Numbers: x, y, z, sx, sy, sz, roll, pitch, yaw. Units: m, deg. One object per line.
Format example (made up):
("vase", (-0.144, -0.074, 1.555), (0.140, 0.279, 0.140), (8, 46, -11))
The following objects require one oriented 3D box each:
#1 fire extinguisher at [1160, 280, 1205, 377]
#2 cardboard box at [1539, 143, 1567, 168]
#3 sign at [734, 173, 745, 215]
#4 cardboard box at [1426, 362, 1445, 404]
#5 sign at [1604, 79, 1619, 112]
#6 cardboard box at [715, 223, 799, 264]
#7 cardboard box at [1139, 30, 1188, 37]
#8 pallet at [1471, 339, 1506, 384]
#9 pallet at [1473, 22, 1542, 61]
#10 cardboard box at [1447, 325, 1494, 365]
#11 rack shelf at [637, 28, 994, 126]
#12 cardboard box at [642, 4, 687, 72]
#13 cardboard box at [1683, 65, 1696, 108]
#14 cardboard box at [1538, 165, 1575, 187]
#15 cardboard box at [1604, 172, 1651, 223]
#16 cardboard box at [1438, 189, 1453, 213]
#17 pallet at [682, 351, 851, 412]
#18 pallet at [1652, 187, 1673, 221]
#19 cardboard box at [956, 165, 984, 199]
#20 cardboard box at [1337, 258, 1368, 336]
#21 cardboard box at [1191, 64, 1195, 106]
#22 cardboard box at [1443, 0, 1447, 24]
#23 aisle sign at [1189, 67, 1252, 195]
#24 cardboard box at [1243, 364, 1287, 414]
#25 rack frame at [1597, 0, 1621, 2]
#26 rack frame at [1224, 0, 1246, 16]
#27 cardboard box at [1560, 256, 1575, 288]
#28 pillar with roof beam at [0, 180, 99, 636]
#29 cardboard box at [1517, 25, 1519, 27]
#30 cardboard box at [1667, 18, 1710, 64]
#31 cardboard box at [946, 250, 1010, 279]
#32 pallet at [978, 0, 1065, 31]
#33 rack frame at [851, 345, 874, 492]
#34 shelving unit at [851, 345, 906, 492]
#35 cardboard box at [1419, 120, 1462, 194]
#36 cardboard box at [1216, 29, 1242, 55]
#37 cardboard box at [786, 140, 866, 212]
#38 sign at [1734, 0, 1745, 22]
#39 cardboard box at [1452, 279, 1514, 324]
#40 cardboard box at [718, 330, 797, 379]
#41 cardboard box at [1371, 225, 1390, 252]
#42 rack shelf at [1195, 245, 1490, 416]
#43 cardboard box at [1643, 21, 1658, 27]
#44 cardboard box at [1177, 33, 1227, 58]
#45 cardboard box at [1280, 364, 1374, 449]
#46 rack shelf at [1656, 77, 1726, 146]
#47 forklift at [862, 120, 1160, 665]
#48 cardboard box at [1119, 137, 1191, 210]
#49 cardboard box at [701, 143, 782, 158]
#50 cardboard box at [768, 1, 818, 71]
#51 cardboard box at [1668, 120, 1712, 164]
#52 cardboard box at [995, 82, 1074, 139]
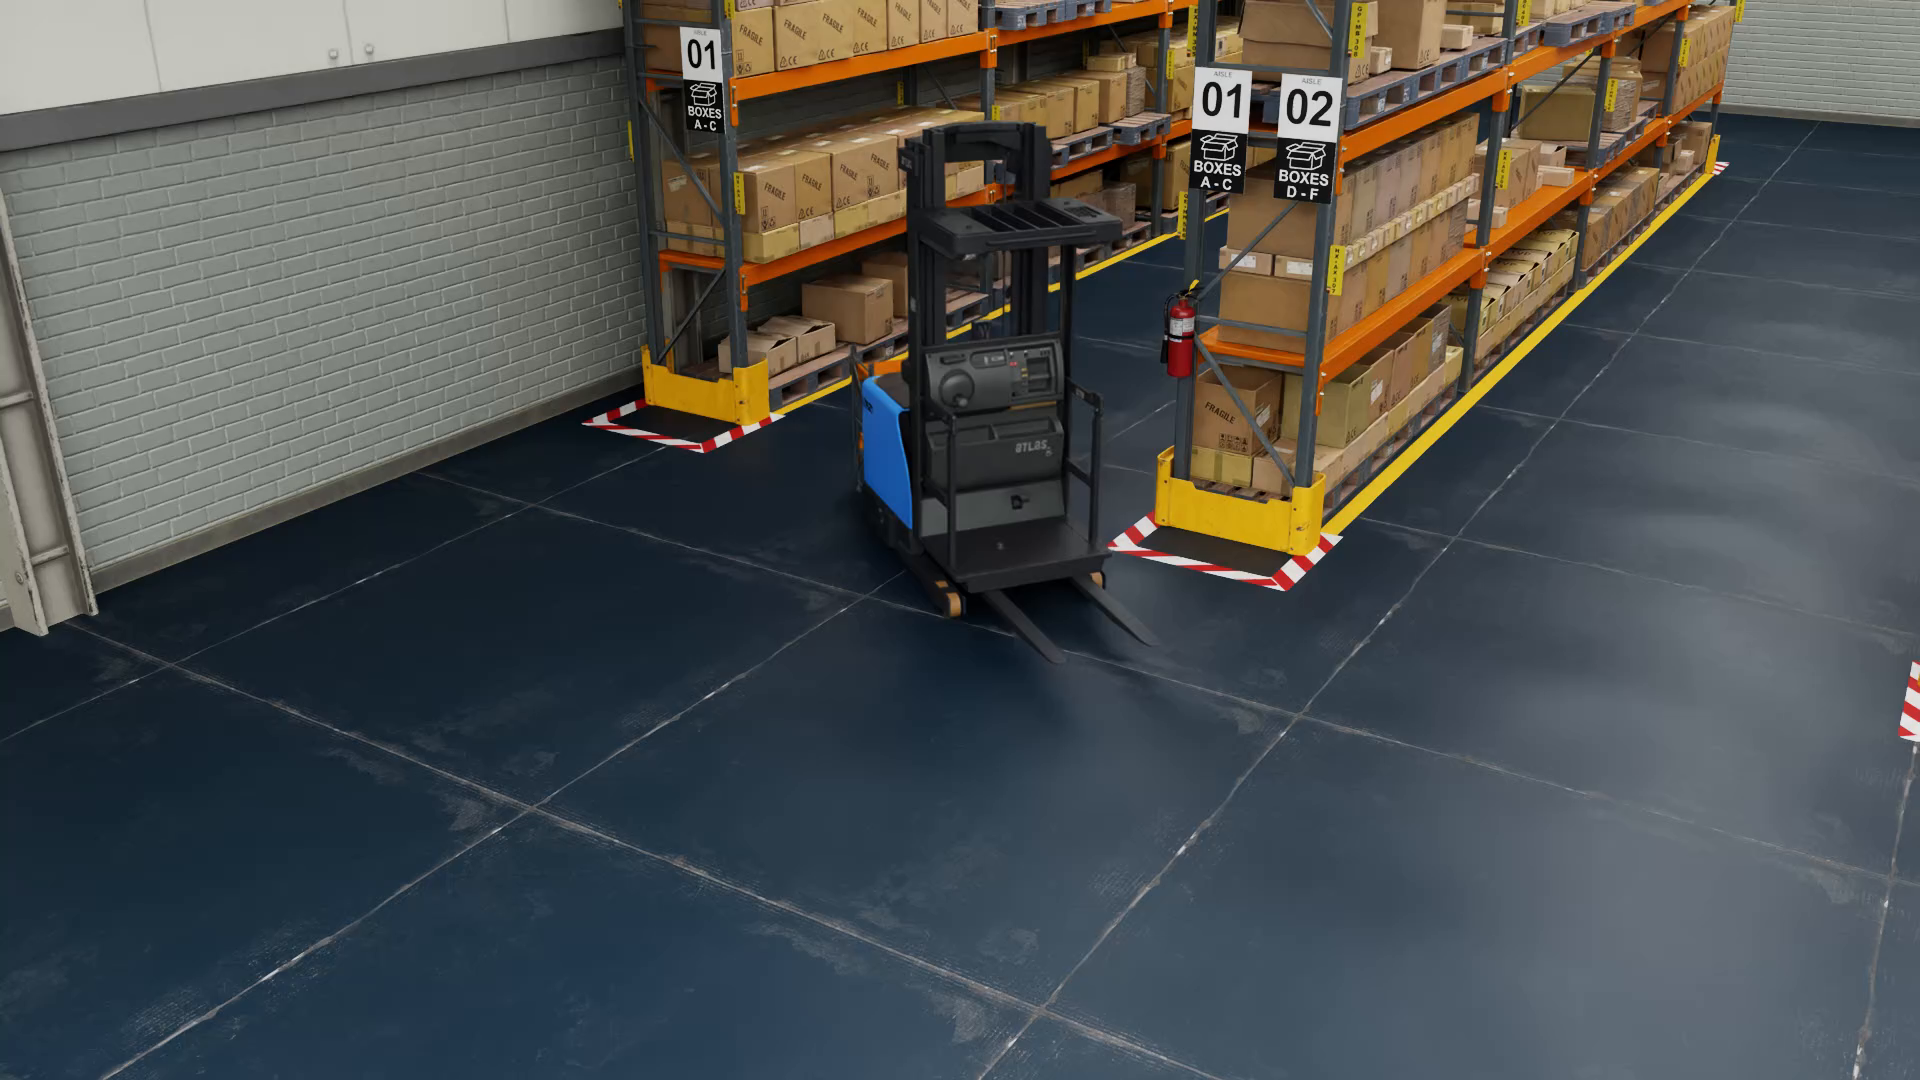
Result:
("fire extinguisher", (1.528, -1.467, 11.461), (0.296, 0.674, 0.183), (14, 27, 29))
("cardboard box", (5.976, -3.991, 17.306), (0.500, 0.311, 0.500), (16, 28, 32))
("sign", (-1.764, -2.766, 13.274), (0.100, 0.325, 0.005), (14, 27, 29))
("cardboard box", (3.764, -1.357, 14.042), (0.500, 0.250, 0.500), (14, 27, 29))
("sign", (6.678, -4.562, 17.054), (0.100, 0.325, 0.005), (14, 27, 29))
("cardboard box", (-1.698, -2.521, 13.961), (0.500, 0.250, 0.500), (13, 27, 27))
("cardboard box", (2.563, -6.272, 20.993), (0.500, 0.250, 0.500), (13, 27, 28))
("pallet", (4.450, -1.773, 15.579), (1.003, 0.211, 1.213), (14, 27, 29))
("pallet", (4.549, -4.385, 14.568), (0.805, 0.209, 1.217), (13, 26, 27))
("cardboard box", (4.518, -1.811, 15.089), (0.500, 0.250, 0.500), (13, 27, 28))
("rack shelf", (-1.171, -4.204, 14.815), (1.077, 0.370, 4.000), (14, 27, 29))
("cardboard box", (-2.221, -4.108, 13.536), (0.500, 0.500, 0.500), (16, 28, 33))
("cardboard box", (9.083, -5.830, 21.315), (0.500, 0.500, 0.500), (14, 27, 30))
("cardboard box", (5.965, -3.669, 16.765), (0.380, 0.149, 0.250), (14, 27, 29))
("cardboard box", (8.030, -4.159, 20.173), (0.500, 0.500, 0.500), (14, 27, 29))
("cardboard box", (3.728, -2.742, 13.365), (0.380, 0.149, 0.250), (14, 27, 29))
("pallet", (-1.727, -1.495, 14.938), (1.003, 0.211, 1.213), (14, 27, 29))
("pallet", (8.678, -4.447, 21.758), (1.003, 0.211, 1.213), (14, 27, 29))
("cardboard box", (-0.108, -3.549, 16.337), (0.500, 0.250, 0.500), (14, 27, 29))
("cardboard box", (2.515, -1.824, 12.063), (0.700, 0.500, 0.500), (15, 27, 30))
("cardboard box", (2.752, -5.659, 20.521), (0.500, 0.500, 0.500), (15, 28, 31))
("cardboard box", (3.605, -4.360, 13.440), (0.500, 0.500, 0.500), (16, 28, 33))
("aisle sign", (1.701, -2.678, 10.888), (0.394, 0.787, 0.004), (14, 27, 29))
("cardboard box", (2.530, -1.304, 12.976), (0.500, 0.500, 0.500), (14, 27, 29))
("rack frame", (6.205, -6.899, 16.358), (1.000, 3.000, 0.127), (14, 27, 29))
("rack frame", (4.104, -6.532, 23.064), (1.000, 3.000, 0.127), (14, 27, 29))
("cardboard box", (6.135, -2.848, 17.485), (0.500, 0.250, 0.500), (15, 27, 30))
("pillar with roof beam", (-2.099, -2.726, 6.719), (9.100, 9.000, 0.400), (14, 27, 29))
("cardboard box", (4.715, -4.688, 14.687), (0.500, 0.250, 0.500), (11, 26, 24))
("cardboard box", (9.346, -6.448, 21.485), (0.500, 0.500, 0.500), (13, 27, 27))
("cardboard box", (0.259, -3.139, 17.818), (0.700, 0.500, 0.500), (15, 28, 31))
("pallet", (0.301, -5.309, 16.698), (1.213, 0.211, 1.003), (14, 27, 29))
("rack frame", (-0.708, -0.826, 12.243), (0.032, 1.125, 0.500), (-8, 25, -18))
("shelving unit", (-0.229, -0.893, 12.398), (1.048, 1.125, 0.538), (-8, 25, -18))
("cardboard box", (3.601, -3.115, 13.411), (0.700, 0.500, 0.500), (14, 27, 29))
("cardboard box", (3.260, -6.342, 21.155), (0.500, 0.250, 0.500), (13, 27, 28))
("cardboard box", (-1.171, -3.203, 14.592), (0.500, 0.500, 0.500), (13, 27, 27))
("sign", (10.886, -7.399, 23.210), (0.100, 0.325, 0.005), (14, 27, 29))
("cardboard box", (4.793, -2.239, 15.372), (0.500, 0.311, 0.500), (14, 27, 28))
("cardboard box", (-1.784, -1.665, 14.651), (0.500, 0.311, 0.500), (11, 26, 23))
("cardboard box", (2.918, -2.225, 12.172), (0.380, 0.149, 0.250), (13, 27, 27))
("rack shelf", (3.040, -1.790, 13.015), (1.077, 0.370, 4.000), (14, 27, 29))
("cardboard box", (8.630, -6.399, 21.371), (0.500, 0.500, 0.500), (13, 27, 28))
("cardboard box", (2.996, -6.168, 20.754), (0.500, 0.250, 0.500), (14, 27, 29))
("cardboard box", (2.719, -1.024, 12.328), (0.500, 0.500, 0.500), (14, 27, 29))
("rack shelf", (9.370, -5.840, 22.371), (1.077, 0.370, 4.000), (14, 27, 29))
("forklift", (0.308, -1.036, 10.453), (1.130, 2.935, 3.031), (-9, 25, -20))
("cardboard box", (2.494, -4.609, 20.799), (0.750, 0.750, 0.750), (13, 27, 28))
("cardboard box", (-1.884, -3.138, 14.443), (0.500, 0.500, 0.500), (14, 27, 30))
("cardboard box", (-1.523, -4.148, 13.630), (0.500, 0.500, 0.500), (16, 28, 32))
("cardboard box", (10.347, -5.665, 23.653), (0.500, 0.500, 0.500), (14, 27, 29))
("cardboard box", (0.804, -4.661, 18.061), (0.700, 0.500, 0.500), (18, 29, 36))
